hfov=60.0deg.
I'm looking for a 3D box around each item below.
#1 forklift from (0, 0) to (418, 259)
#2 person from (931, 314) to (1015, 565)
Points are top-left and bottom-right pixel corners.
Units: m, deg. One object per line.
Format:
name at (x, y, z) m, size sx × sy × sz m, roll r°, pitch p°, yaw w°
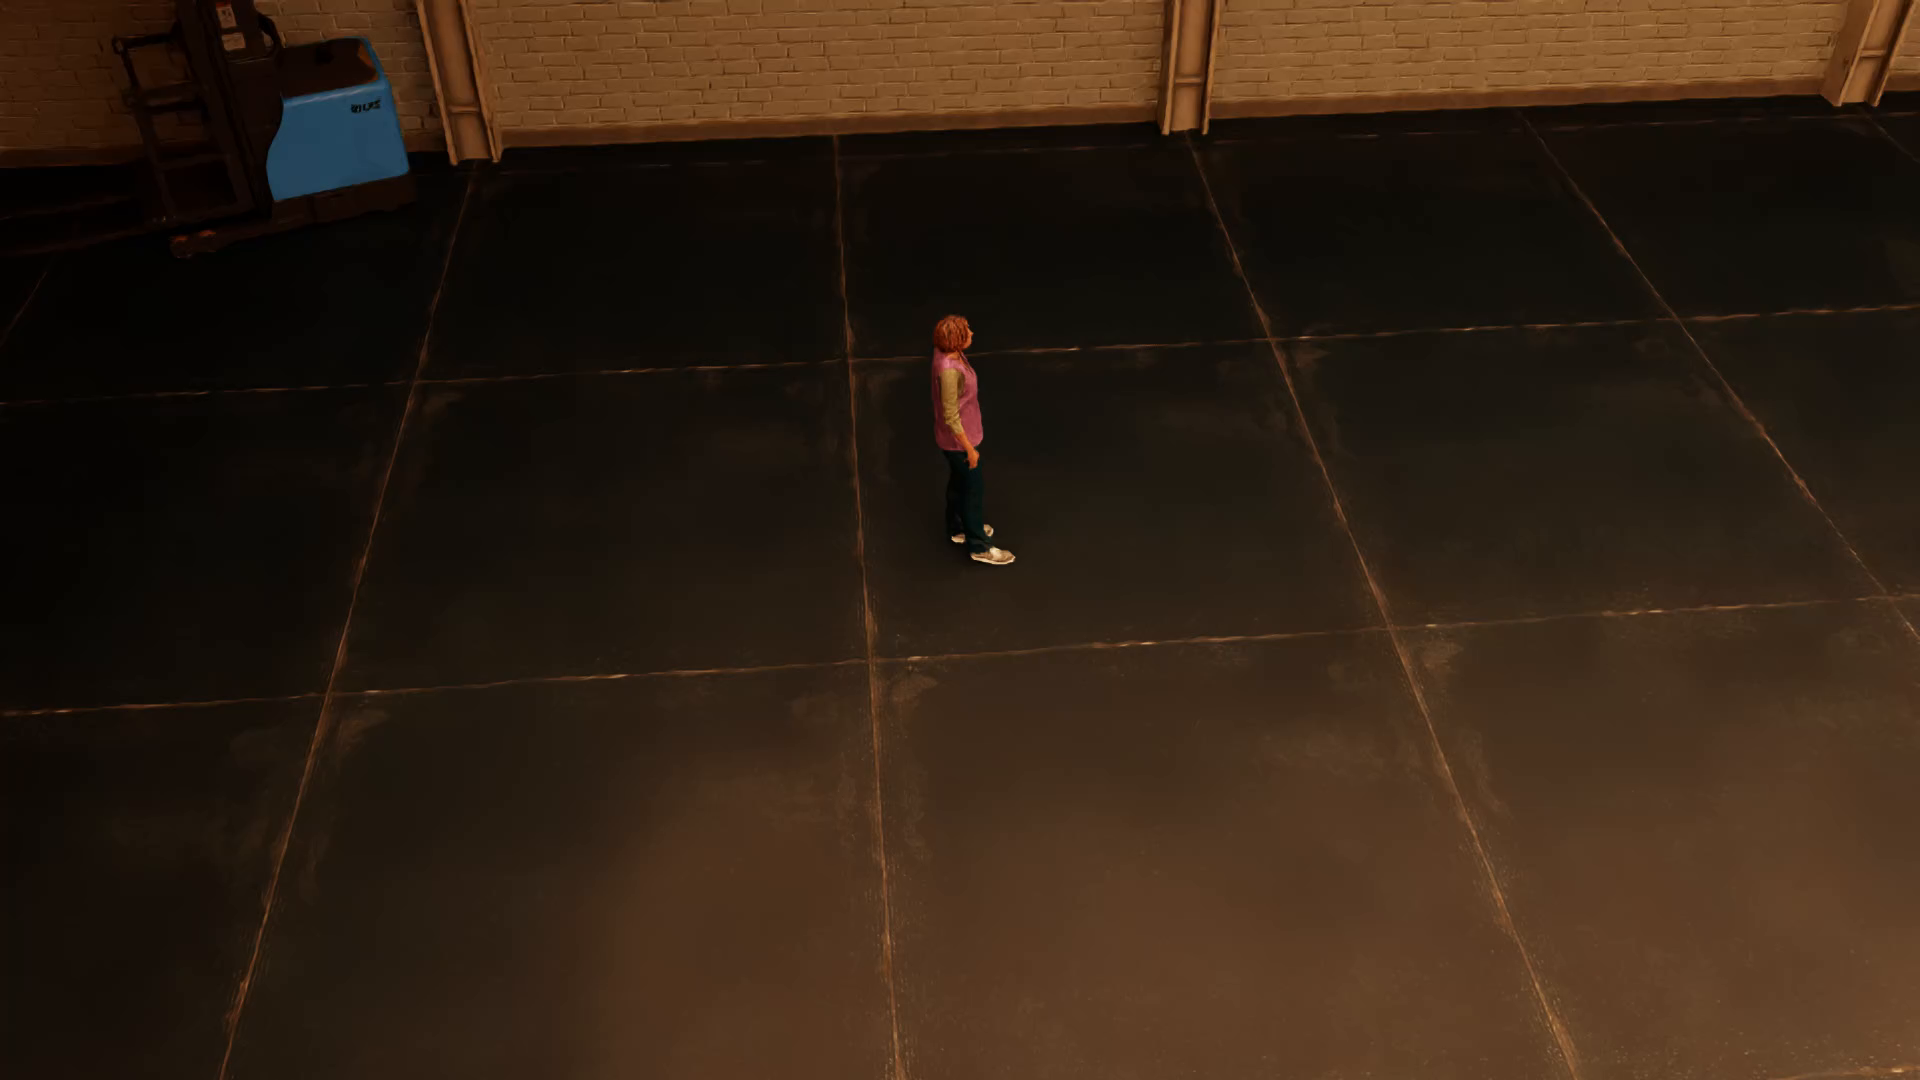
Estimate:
forklift at (-5.890, -3.654, 12.210) m, size 3.031 × 2.935 × 1.130 m, roll -17°, pitch 43°, yaw -19°
person at (0.075, -0.607, 9.664) m, size 0.474 × 1.597 × 0.520 m, roll -3°, pitch 41°, yaw -4°
